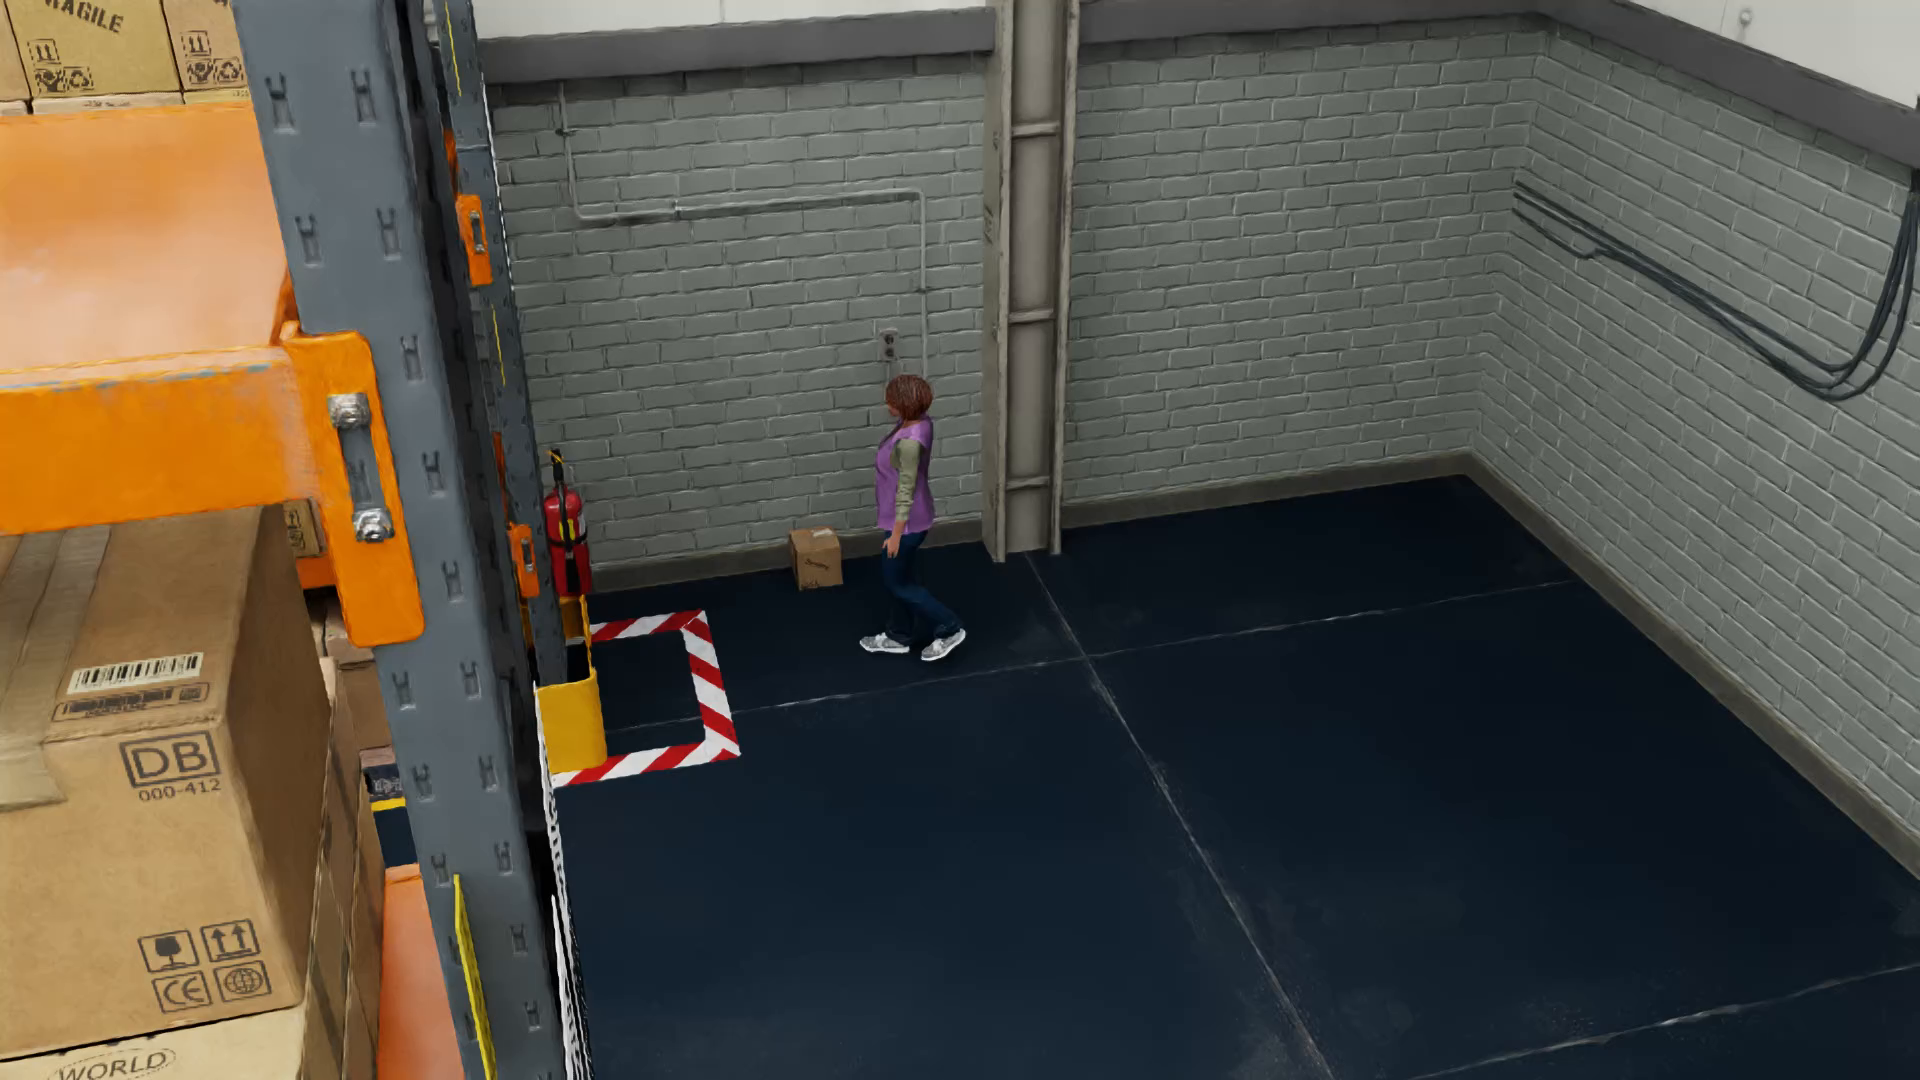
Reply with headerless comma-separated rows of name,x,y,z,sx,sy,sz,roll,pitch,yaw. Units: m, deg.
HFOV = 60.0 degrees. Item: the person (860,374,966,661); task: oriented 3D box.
person,-0.249,-0.094,8.384,0.571,1.588,0.437,2,31,4
